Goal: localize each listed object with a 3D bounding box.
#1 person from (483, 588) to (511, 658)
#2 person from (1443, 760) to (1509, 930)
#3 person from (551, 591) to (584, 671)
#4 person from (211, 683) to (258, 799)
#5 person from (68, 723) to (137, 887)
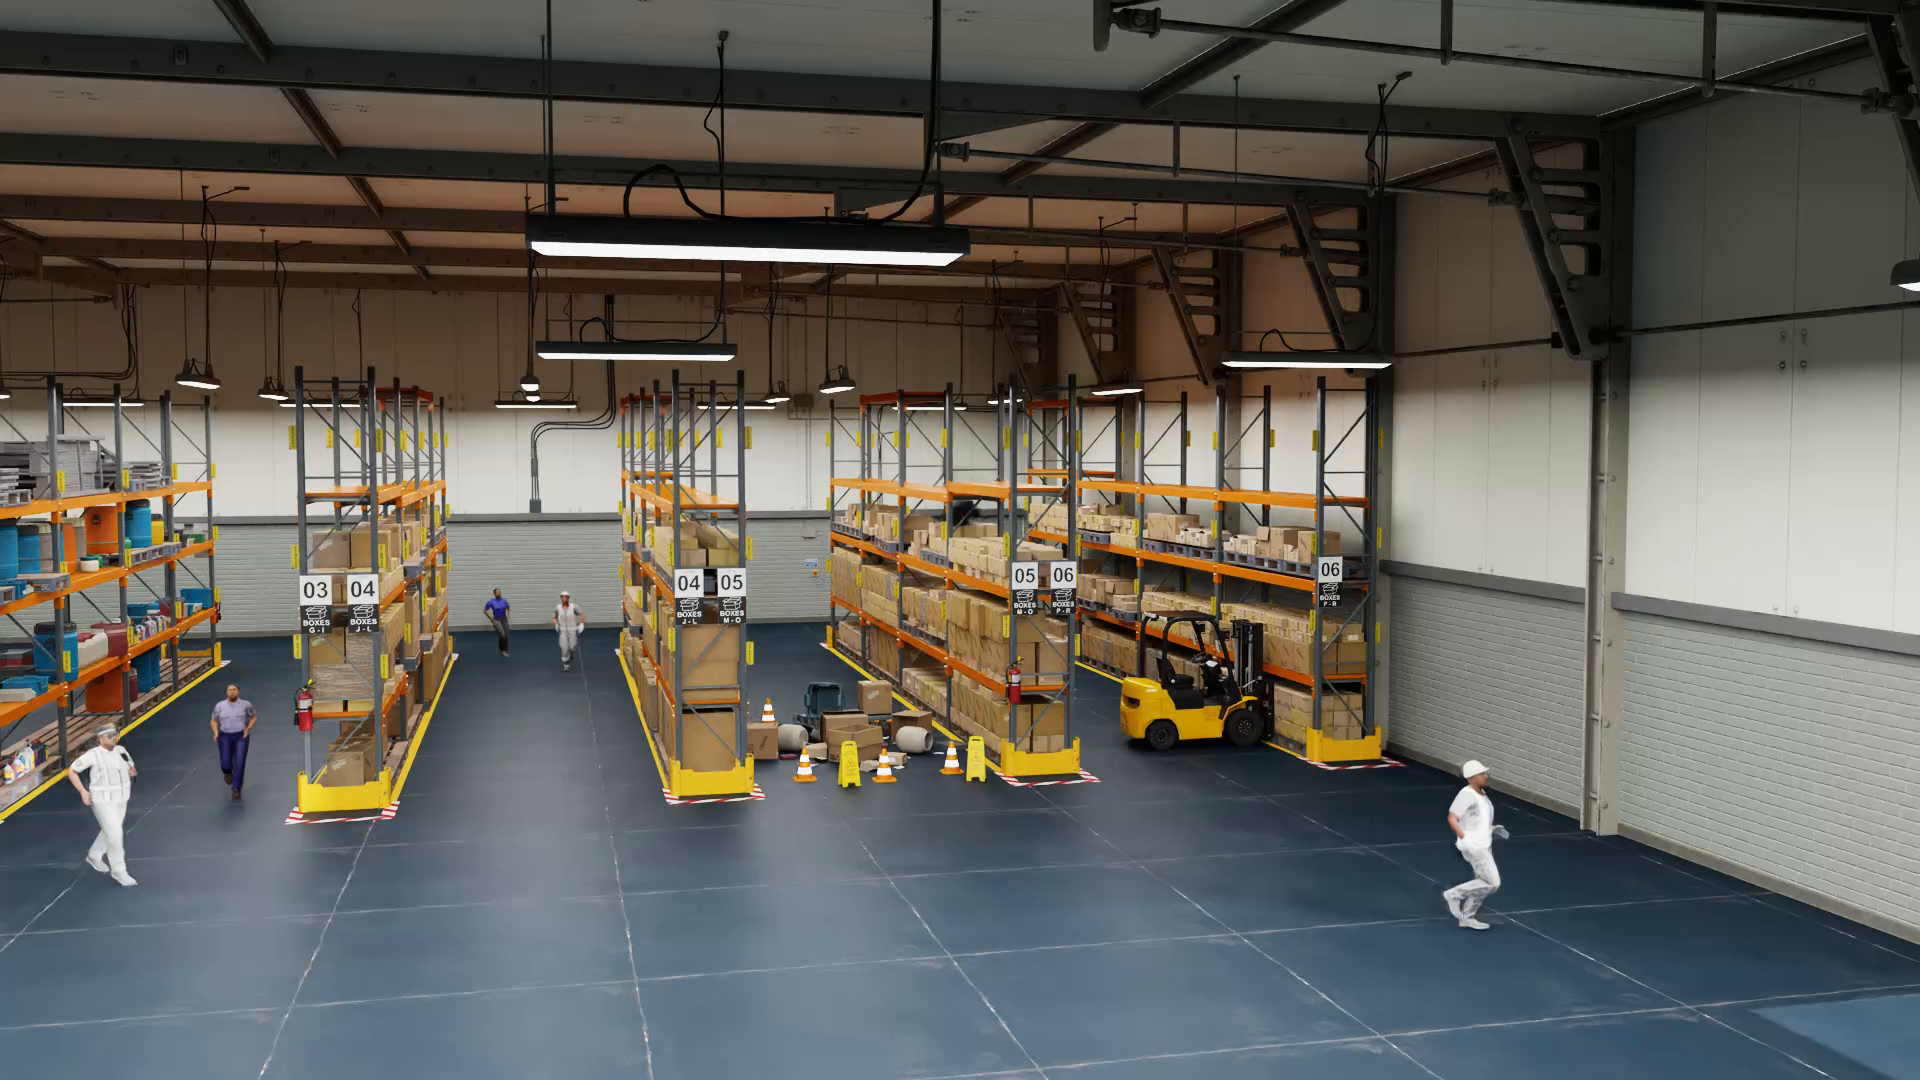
[{"bbox_3d":[-10.594,1.915,38.266,0.580,1.629,0.595,-3,5,-45],"label":"person"},{"bbox_3d":[5.283,3.121,17.010,0.596,1.734,0.687,2,4,30],"label":"person"},{"bbox_3d":[-8.507,1.982,36.063,0.694,1.747,0.666,0,3,-7],"label":"person"},{"bbox_3d":[-10.226,2.812,23.441,0.609,1.606,0.584,-1,4,-21],"label":"person"},{"bbox_3d":[-9.669,2.978,18.903,0.874,1.823,0.649,1,4,19],"label":"person"}]
